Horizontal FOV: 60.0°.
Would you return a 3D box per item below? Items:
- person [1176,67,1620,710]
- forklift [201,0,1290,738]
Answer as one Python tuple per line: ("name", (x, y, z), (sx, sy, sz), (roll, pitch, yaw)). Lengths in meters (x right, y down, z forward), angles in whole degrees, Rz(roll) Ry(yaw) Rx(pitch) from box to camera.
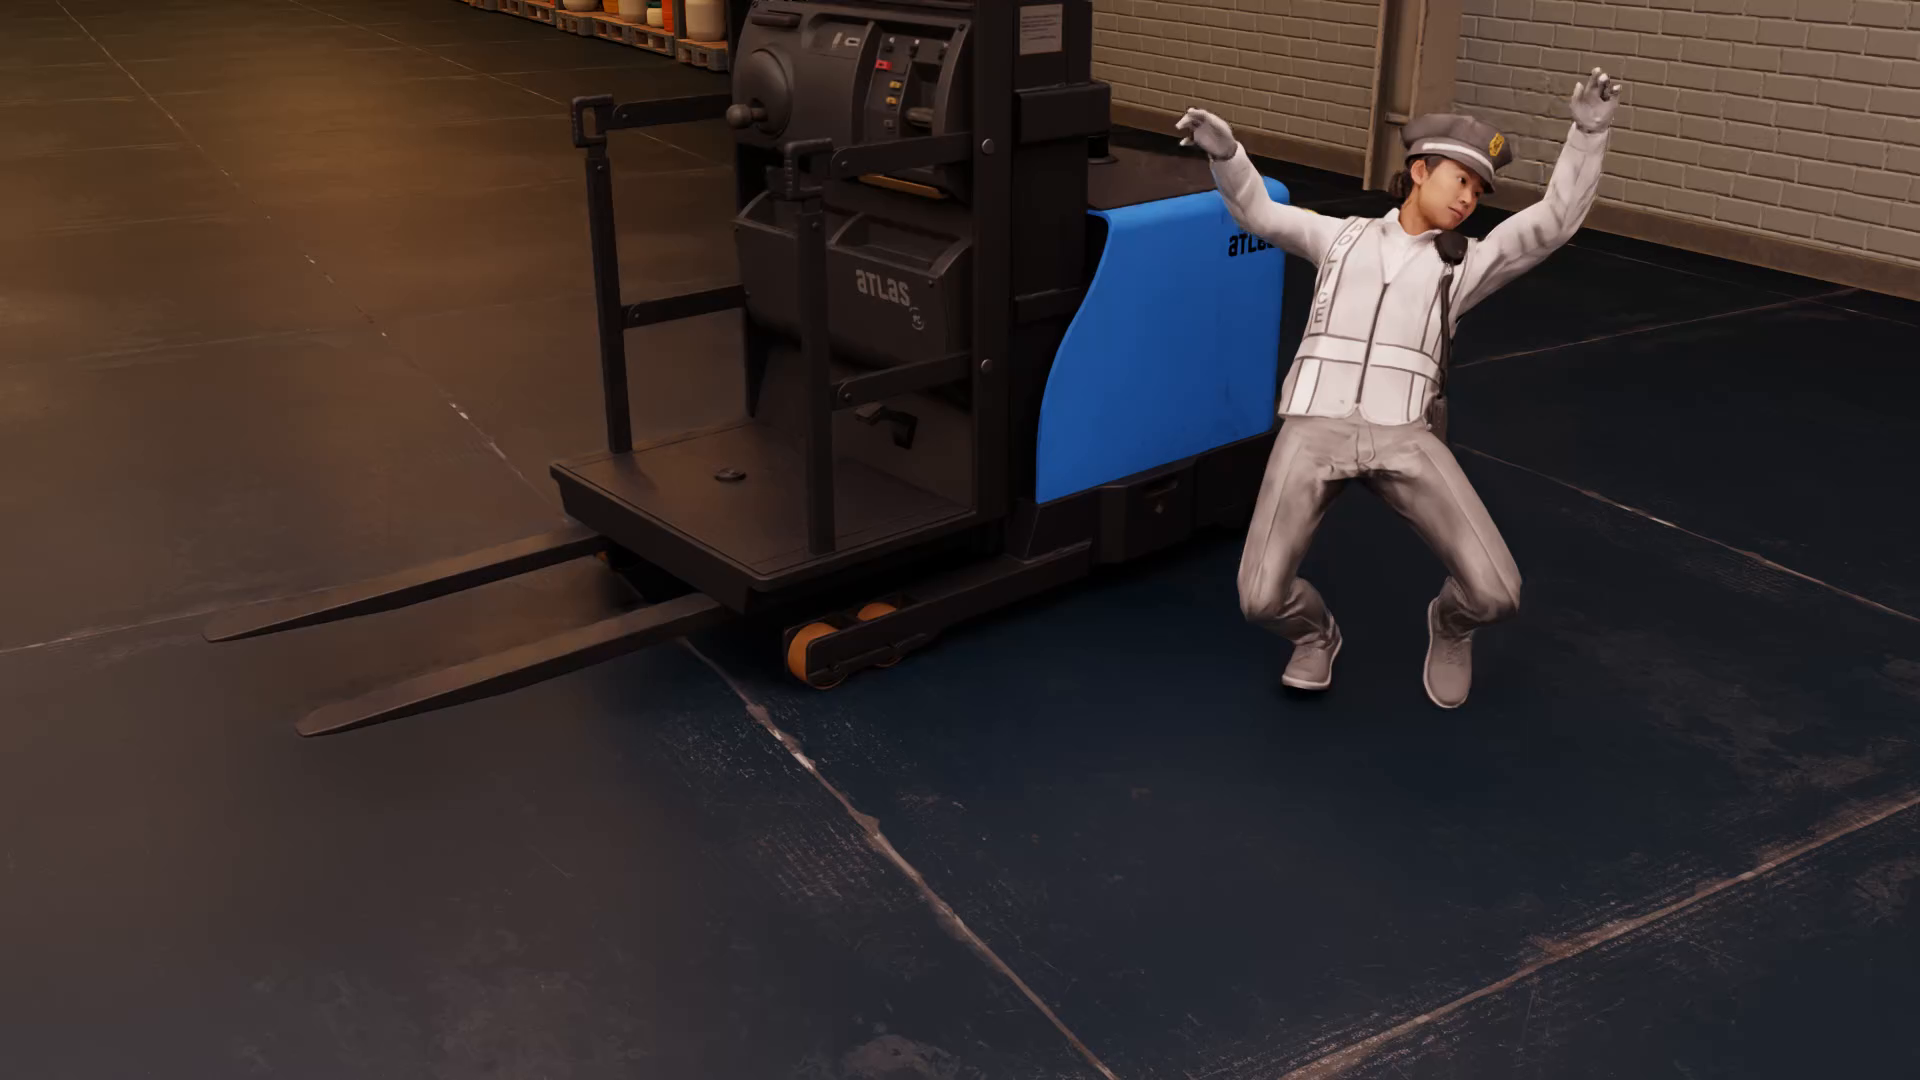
("person", (0.970, -0.301, 3.953), (0.884, 1.443, 0.726), (6, 23, 15))
("forklift", (-0.460, -1.202, 4.203), (3.031, 2.935, 1.130), (-18, 28, -37))
